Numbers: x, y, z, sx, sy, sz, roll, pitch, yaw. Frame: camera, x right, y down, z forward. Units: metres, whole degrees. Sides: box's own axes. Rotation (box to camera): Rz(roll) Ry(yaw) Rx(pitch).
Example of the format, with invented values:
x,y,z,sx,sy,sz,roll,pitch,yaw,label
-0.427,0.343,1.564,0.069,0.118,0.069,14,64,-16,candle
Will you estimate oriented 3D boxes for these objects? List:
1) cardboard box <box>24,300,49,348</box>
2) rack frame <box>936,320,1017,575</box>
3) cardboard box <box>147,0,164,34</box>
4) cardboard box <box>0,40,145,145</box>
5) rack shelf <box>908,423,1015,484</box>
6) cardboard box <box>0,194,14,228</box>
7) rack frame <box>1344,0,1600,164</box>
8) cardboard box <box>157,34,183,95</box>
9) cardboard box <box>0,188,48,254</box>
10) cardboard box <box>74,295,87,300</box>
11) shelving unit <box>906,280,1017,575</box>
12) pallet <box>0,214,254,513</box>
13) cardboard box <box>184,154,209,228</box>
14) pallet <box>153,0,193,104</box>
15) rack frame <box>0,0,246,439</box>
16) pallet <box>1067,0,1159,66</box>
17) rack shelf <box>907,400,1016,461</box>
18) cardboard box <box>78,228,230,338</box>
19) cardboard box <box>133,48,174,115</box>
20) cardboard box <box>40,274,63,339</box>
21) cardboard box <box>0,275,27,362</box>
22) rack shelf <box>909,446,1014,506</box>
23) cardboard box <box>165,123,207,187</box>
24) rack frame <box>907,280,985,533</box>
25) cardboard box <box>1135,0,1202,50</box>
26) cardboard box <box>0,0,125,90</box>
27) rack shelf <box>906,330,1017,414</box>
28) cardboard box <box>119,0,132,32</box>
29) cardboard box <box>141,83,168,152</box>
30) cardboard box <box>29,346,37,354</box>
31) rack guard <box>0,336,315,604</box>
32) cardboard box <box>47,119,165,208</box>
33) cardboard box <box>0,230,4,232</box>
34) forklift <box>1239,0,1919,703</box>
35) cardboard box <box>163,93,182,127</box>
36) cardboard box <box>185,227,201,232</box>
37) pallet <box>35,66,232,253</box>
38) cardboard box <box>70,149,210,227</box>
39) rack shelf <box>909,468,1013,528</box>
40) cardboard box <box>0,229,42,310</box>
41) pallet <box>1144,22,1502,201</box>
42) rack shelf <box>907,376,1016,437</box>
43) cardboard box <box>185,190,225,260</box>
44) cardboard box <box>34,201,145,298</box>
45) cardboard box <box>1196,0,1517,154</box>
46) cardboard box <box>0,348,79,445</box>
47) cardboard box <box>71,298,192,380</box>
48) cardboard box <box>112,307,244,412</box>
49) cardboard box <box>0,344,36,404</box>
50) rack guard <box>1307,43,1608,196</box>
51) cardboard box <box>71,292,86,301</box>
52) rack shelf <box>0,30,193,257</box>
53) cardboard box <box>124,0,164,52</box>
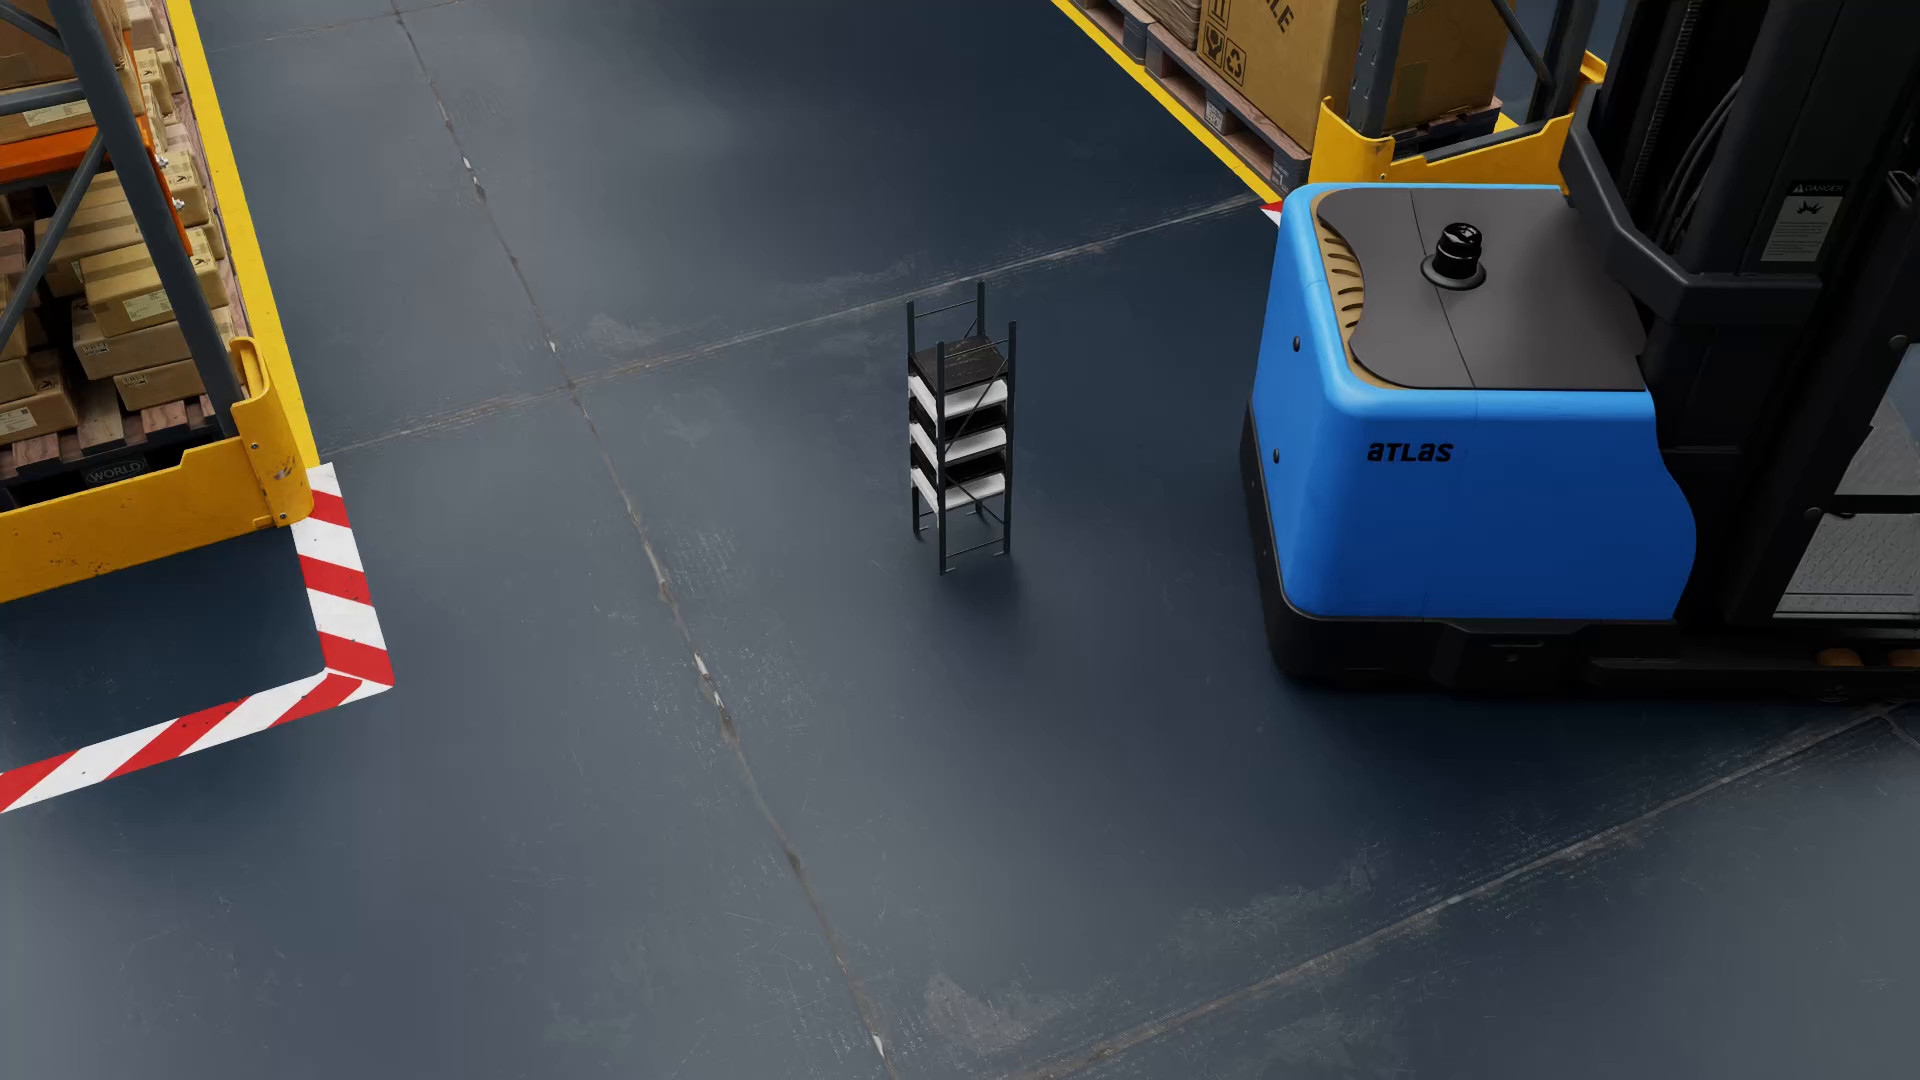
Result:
x,y,z,sx,sy,sz,roll,pitch,yaw,label
-3.171,-0.707,5.350,0.380,0.149,0.250,-19,48,-18,cardboard box
0.046,-0.250,4.863,0.240,0.900,0.006,-18,47,-17,rack frame
-3.634,-2.226,7.102,0.380,0.149,0.250,-20,48,-19,cardboard box
-2.468,-1.245,4.555,0.380,0.149,0.250,-18,48,-18,cardboard box
0.003,-0.291,4.952,0.258,0.077,0.200,-18,47,-17,rack shelf
-3.410,-1.129,5.566,0.380,0.149,0.250,-20,48,-19,cardboard box
1.914,-2.432,5.579,1.000,3.000,0.127,-18,47,-17,rack frame
-3.401,-1.906,6.777,0.380,0.149,0.250,-18,47,-17,cardboard box
-3.349,-1.057,5.704,0.380,0.149,0.250,-19,48,-18,cardboard box
-2.743,-0.737,5.592,0.380,0.149,0.250,-18,47,-18,cardboard box
0.003,-0.315,4.929,0.258,0.900,0.210,-18,47,-17,shelving unit
-2.970,-0.616,5.724,1.003,0.211,1.213,-18,47,-17,pallet
-2.873,-1.198,5.848,0.380,0.149,0.250,-17,47,-16,cardboard box
-3.996,-2.170,7.299,1.003,0.211,1.213,-18,47,-17,pallet
-2.629,-1.032,4.160,1.000,3.000,0.127,-18,47,-17,rack frame
0.998,-2.702,7.838,1.003,0.211,1.213,-18,47,-17,pallet
0.003,-0.355,4.889,0.258,0.077,0.200,-18,47,-17,rack shelf
-2.541,-0.812,5.245,0.380,0.149,0.250,-20,48,-19,cardboard box
-3.112,-1.645,6.089,0.380,0.149,0.250,-17,47,-17,cardboard box
-3.272,-0.768,5.623,0.380,0.149,0.250,-18,47,-18,cardboard box
-3.081,-0.641,5.071,0.380,0.149,0.250,-18,47,-17,cardboard box
0.003,-0.227,5.015,0.258,0.077,0.200,-18,47,-17,rack shelf
-3.081,-1.408,6.272,0.380,0.149,0.250,-20,48,-19,cardboard box
-0.039,-0.380,4.994,0.240,0.900,0.006,-18,47,-17,rack frame
1.190,-2.789,7.155,0.875,0.875,0.875,-18,47,-17,cardboard box
-2.567,-1.541,4.393,0.500,0.500,0.500,-16,47,-16,cardboard box
0.003,-0.484,4.762,0.258,0.077,0.200,-18,47,-17,rack shelf
-2.677,-1.583,4.897,0.380,0.149,0.250,-19,48,-19,cardboard box
-3.043,-1.464,5.905,0.380,0.149,0.250,-16,47,-16,cardboard box
-3.239,-0.574,5.427,0.380,0.149,0.250,-17,47,-16,cardboard box
-2.661,-0.190,5.087,1.175,0.500,0.348,-18,47,-17,rack guard
-2.935,-1.284,5.723,0.380,0.149,0.250,-20,48,-19,cardboard box
-3.330,-0.855,5.500,0.380,0.149,0.250,-20,48,-19,cardboard box
2.419,-0.955,4.131,3.031,2.935,1.130,1,45,1,forklift
-3.221,-1.577,6.443,0.380,0.149,0.250,-18,47,-17,cardboard box
-2.680,-0.873,5.518,0.380,0.149,0.250,-18,47,-18,cardboard box
-3.479,-1.392,6.510,1.003,0.211,1.213,-18,47,-17,pallet
-2.756,-1.151,5.588,0.380,0.149,0.250,-18,47,-18,cardboard box
0.003,-0.163,5.079,0.258,0.077,0.200,-18,47,-17,rack shelf
-3.135,-0.818,5.250,0.380,0.149,0.250,-17,47,-17,cardboard box
1.507,-1.926,7.051,1.003,0.211,1.213,-18,47,-17,pallet
0.003,-0.420,4.826,0.258,0.077,0.200,-18,47,-17,rack shelf
-2.862,-1.089,5.949,0.380,0.149,0.250,-17,47,-17,cardboard box
-2.766,-0.952,5.387,0.380,0.149,0.250,-17,47,-17,cardboard box
1.572,-2.209,6.567,0.875,0.875,0.875,-18,47,-17,cardboard box
-3.039,-0.440,5.291,0.380,0.149,0.250,-17,47,-17,cardboard box
-2.616,-0.682,5.324,0.380,0.149,0.250,-16,47,-16,cardboard box
-2.559,-0.595,5.448,0.380,0.149,0.250,-17,47,-17,cardboard box
-3.110,-0.524,5.165,0.380,0.149,0.250,-19,48,-18,cardboard box
1.924,-1.527,6.442,1.175,0.500,0.348,-18,47,-17,rack guard
-2.854,-0.894,5.751,0.380,0.149,0.250,-18,47,-17,cardboard box
-3.470,-2.050,5.704,1.077,0.370,4.000,-18,47,-17,rack shelf
-3.310,-1.968,6.416,0.380,0.149,0.250,-20,48,-19,cardboard box
